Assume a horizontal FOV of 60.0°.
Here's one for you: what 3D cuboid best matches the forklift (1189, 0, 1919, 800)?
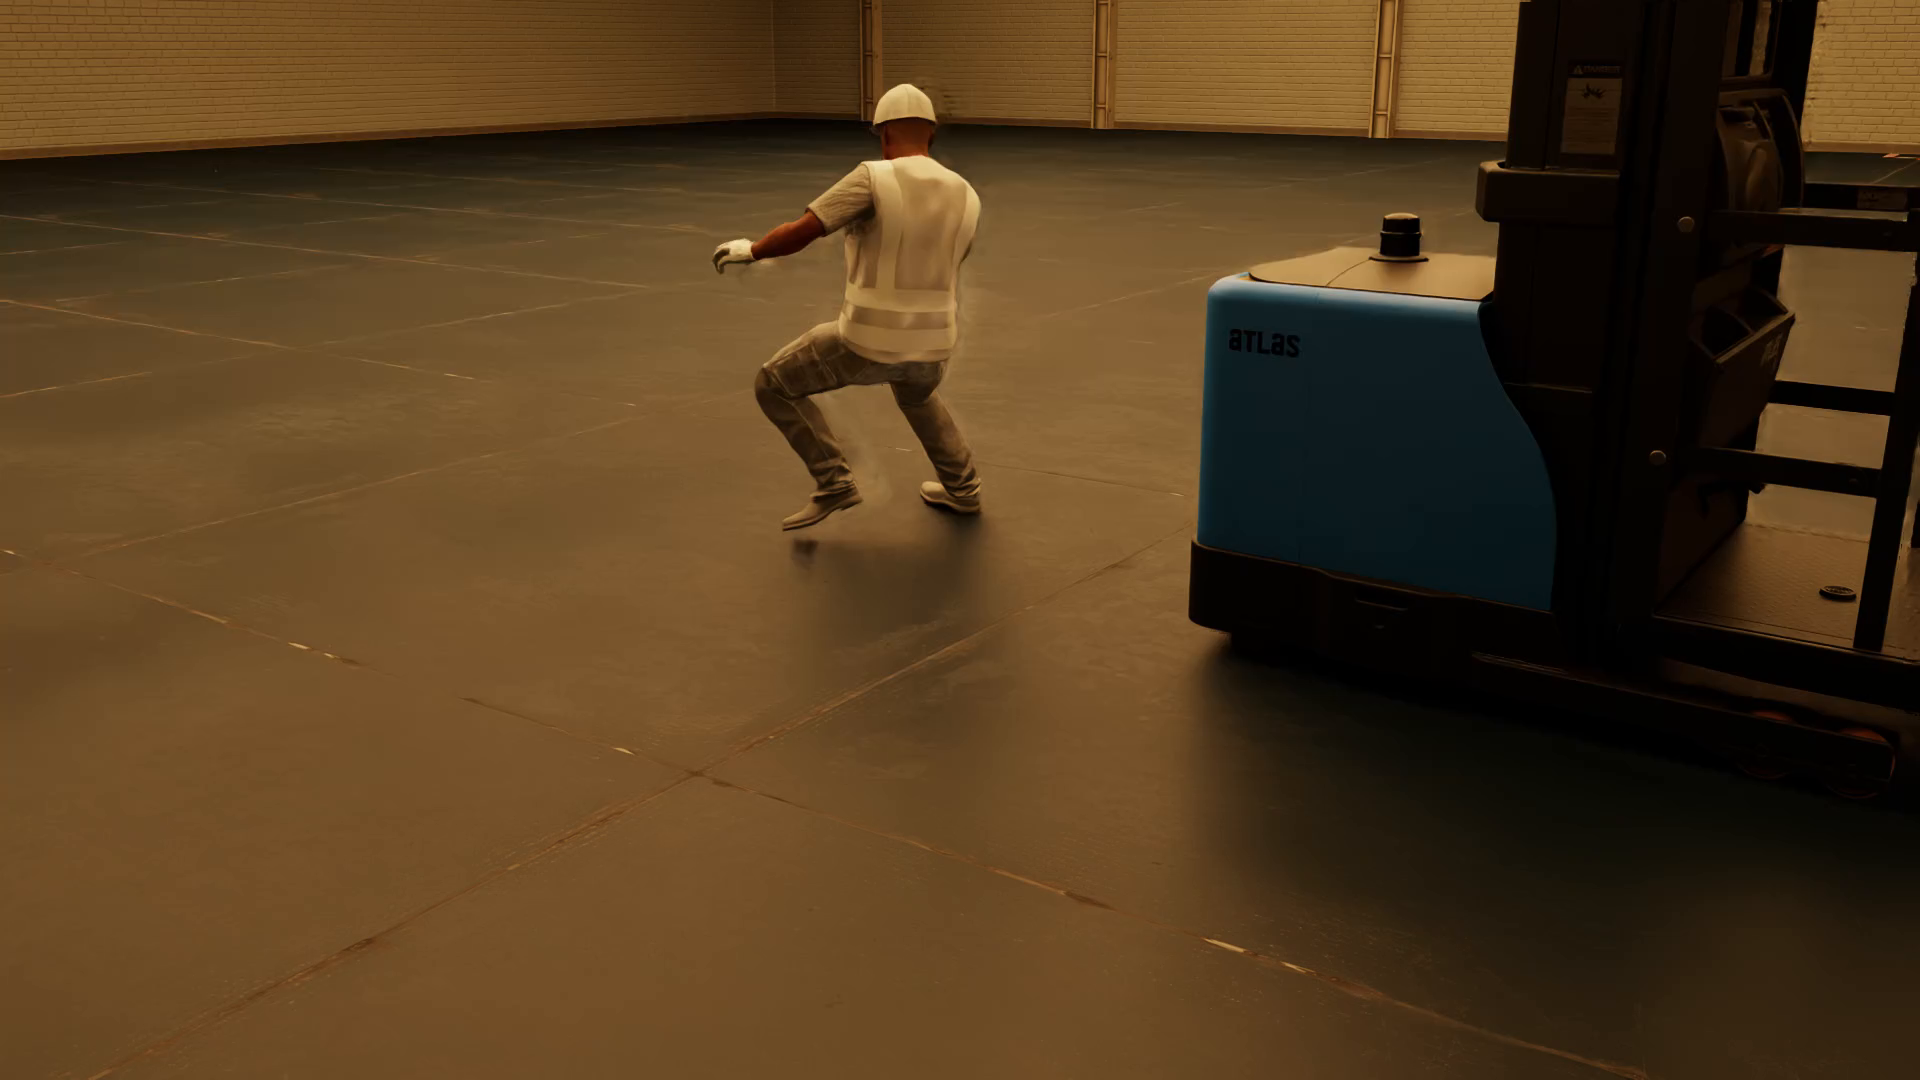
[{"bbox_3d":[2.173,-0.967,4.067,3.031,2.935,1.130,12,20,34],"label":"forklift"}]

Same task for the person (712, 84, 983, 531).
[{"bbox_3d":[-0.343,-0.795,5.874,1.004,1.574,0.766,-12,21,-35],"label":"person"}]
